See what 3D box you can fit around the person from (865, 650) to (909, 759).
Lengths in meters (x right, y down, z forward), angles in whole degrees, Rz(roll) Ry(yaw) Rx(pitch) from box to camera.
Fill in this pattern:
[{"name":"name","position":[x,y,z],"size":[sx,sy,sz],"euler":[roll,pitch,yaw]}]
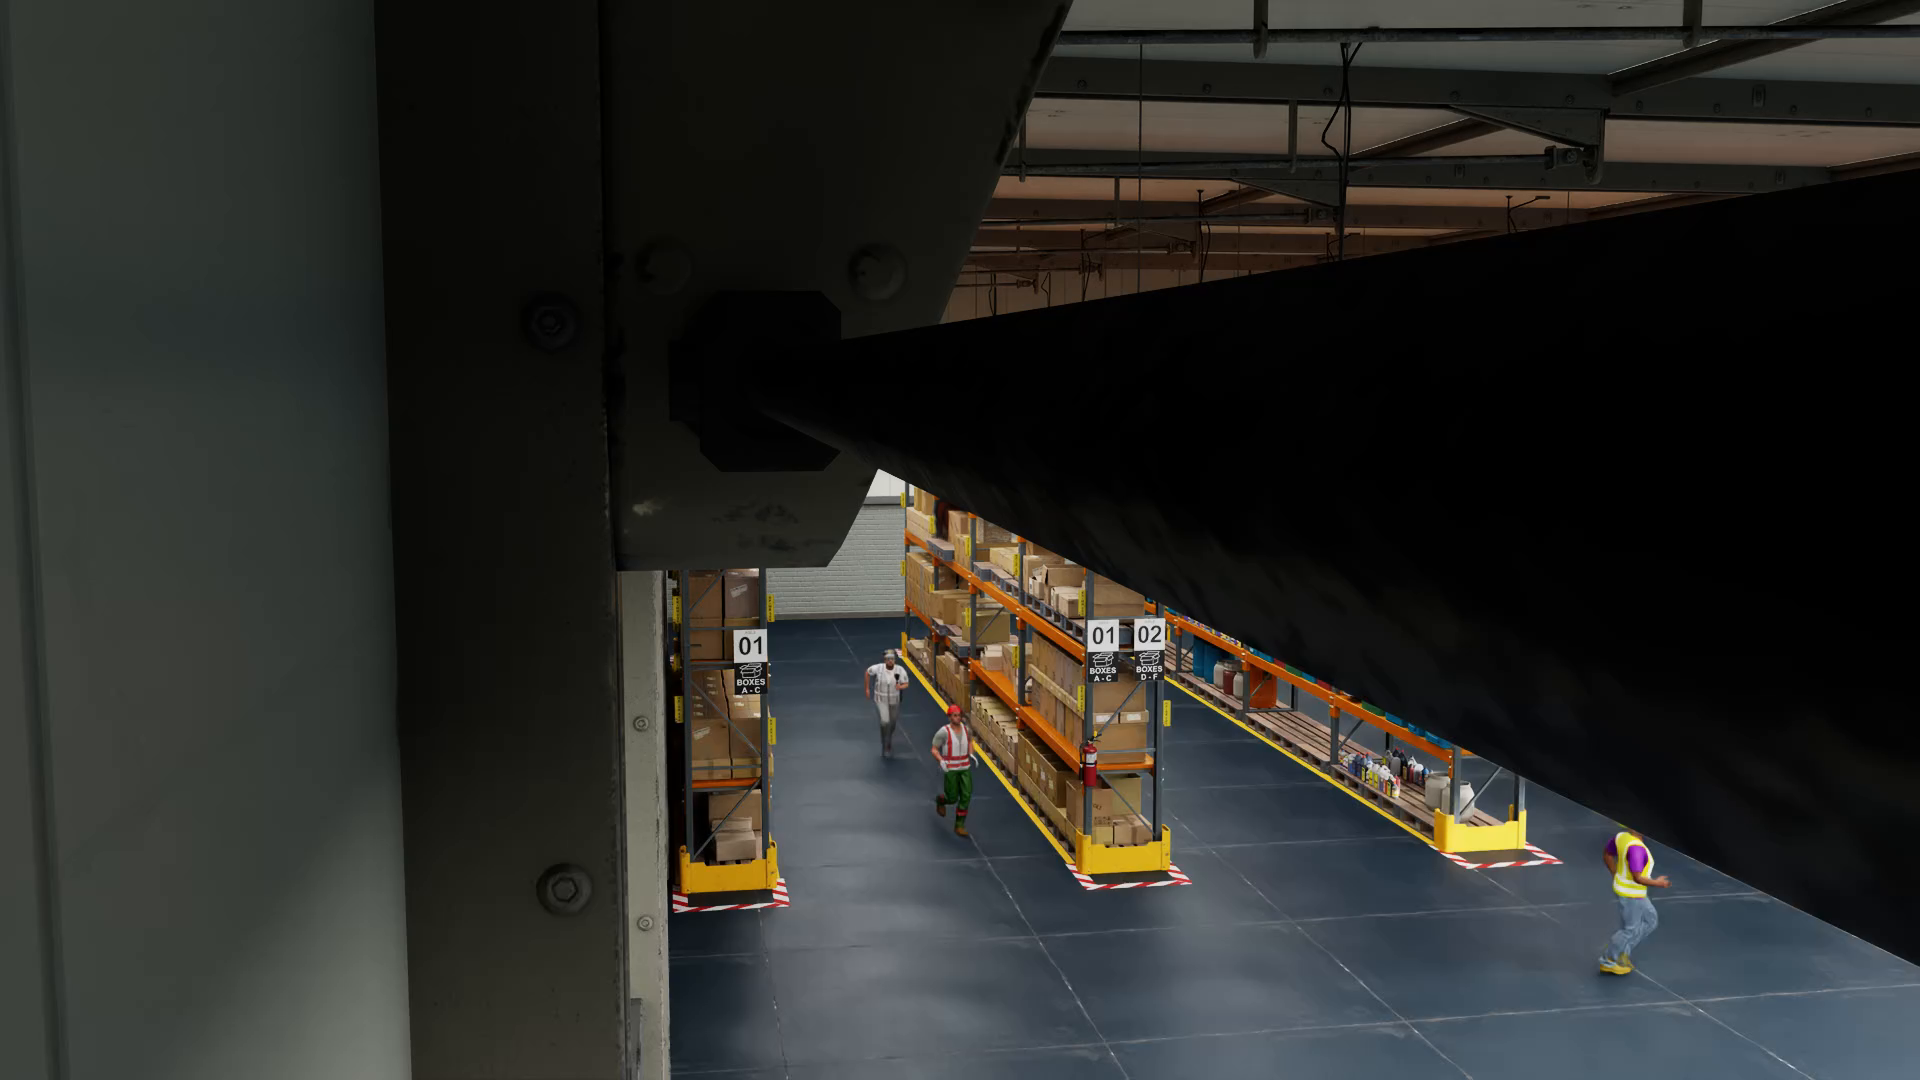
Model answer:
[{"name":"person","position":[-1.181,2.654,27.103],"size":[0.689,1.805,0.827],"euler":[-1,6,-11]}]

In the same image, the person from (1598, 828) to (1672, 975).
[{"name":"person","position":[7.015,3.674,17.273],"size":[0.670,1.750,0.666],"euler":[1,6,14]}]

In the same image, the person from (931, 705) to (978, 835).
[{"name":"person","position":[-0.069,3.111,22.714],"size":[0.667,1.749,0.745],"euler":[-3,7,-27]}]
